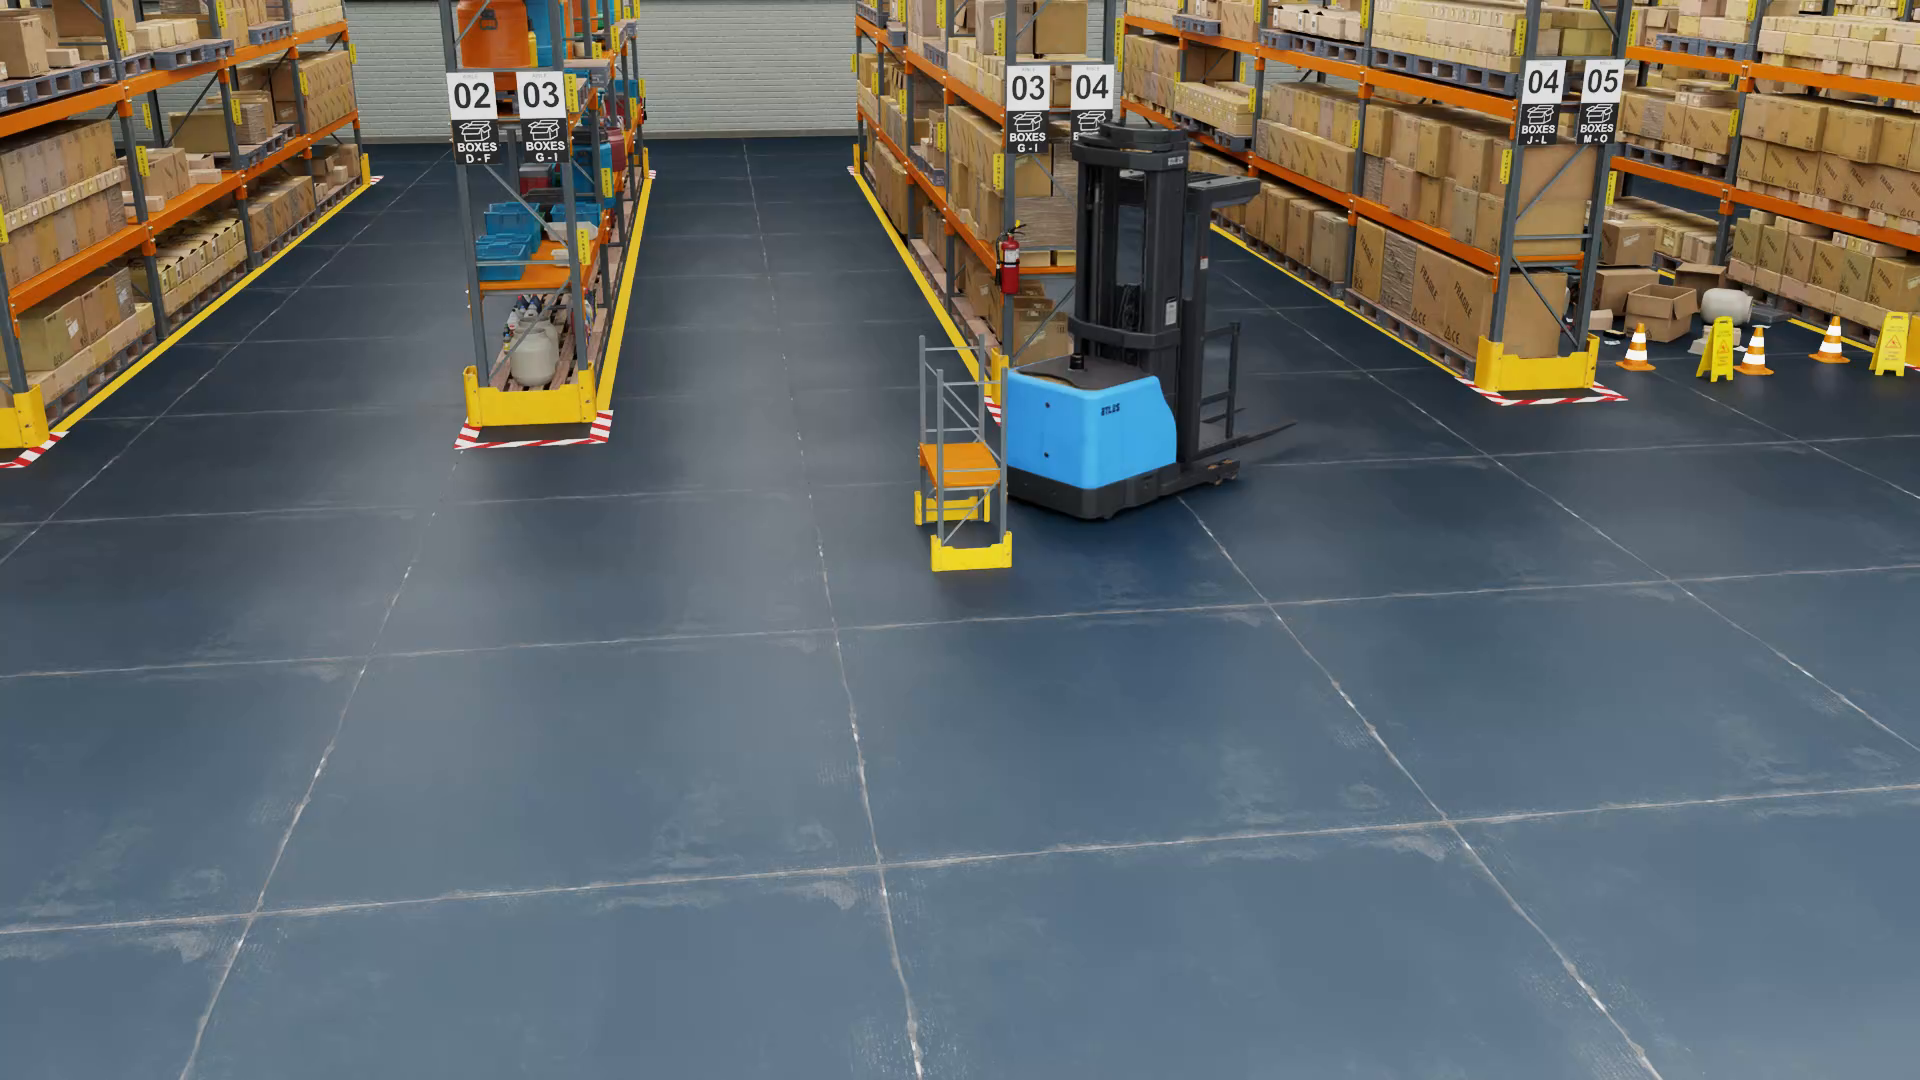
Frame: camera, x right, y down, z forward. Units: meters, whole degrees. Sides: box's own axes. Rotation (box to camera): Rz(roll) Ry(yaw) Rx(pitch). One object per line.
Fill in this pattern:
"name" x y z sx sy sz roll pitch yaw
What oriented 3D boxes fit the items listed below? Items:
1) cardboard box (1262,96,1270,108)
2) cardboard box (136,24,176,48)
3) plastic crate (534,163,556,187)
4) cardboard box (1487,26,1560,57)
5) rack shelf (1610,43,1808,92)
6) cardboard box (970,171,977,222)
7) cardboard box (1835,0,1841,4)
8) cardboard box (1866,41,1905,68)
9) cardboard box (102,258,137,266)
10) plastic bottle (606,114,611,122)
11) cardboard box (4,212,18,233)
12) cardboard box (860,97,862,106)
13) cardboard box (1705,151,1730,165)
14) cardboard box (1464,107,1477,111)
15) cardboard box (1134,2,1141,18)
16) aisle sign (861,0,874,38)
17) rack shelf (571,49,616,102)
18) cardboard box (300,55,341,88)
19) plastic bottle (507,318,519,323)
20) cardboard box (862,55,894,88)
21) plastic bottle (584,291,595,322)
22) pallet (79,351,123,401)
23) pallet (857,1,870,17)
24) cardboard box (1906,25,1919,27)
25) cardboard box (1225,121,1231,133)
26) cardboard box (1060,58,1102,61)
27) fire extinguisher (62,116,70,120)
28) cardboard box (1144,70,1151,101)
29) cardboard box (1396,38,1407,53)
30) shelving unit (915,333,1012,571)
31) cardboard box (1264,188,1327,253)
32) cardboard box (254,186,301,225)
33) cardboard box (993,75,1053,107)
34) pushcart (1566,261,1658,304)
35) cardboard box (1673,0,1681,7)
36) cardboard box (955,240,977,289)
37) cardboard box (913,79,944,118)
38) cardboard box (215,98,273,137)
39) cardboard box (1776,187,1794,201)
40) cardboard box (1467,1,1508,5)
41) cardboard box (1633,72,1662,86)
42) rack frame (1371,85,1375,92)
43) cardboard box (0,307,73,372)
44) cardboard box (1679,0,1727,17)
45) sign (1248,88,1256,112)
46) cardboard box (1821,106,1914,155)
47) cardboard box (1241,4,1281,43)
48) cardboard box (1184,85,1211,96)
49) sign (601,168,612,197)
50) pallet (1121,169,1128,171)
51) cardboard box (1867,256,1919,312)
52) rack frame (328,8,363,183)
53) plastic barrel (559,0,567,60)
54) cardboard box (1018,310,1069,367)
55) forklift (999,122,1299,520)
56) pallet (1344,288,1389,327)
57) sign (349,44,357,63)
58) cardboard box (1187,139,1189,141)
"cardboard box" 4.698 -6.557 24.894 0.380 0.149 0.250 -4 21 -10
"cardboard box" -9.757 -6.044 19.940 0.500 0.250 0.500 -3 21 -9
"plastic crate" -5.031 -4.269 19.881 0.392 0.384 0.575 -3 21 -8
"cardboard box" 5.489 -4.863 16.209 0.500 0.250 0.500 -3 21 -7
"rack shelf" 9.855 -6.420 22.360 1.077 0.370 4.000 -3 21 -8
"cardboard box" 0.581 -3.669 17.684 0.875 0.500 0.500 -3 21 -8
"cardboard box" 13.949 -8.510 26.147 0.380 0.149 0.250 -3 21 -8
"cardboard box" 10.229 -5.266 18.031 0.500 0.250 0.500 -2 21 -6
"cardboard box" -9.890 -3.138 19.360 0.500 0.311 0.500 -2 21 -6
"plastic bottle" -5.404 -6.348 25.495 0.144 0.351 0.185 -3 21 -8
"cardboard box" -8.774 -2.865 15.030 0.380 0.149 0.250 -3 21 -9
"cardboard box" -1.593 -7.880 29.886 0.380 0.149 0.250 -3 21 -9
"cardboard box" 9.796 -4.903 21.315 0.380 0.149 0.250 -3 21 -7
"cardboard box" 8.792 -7.193 27.903 0.500 0.250 0.500 -3 21 -9
"cardboard box" 3.413 -9.514 29.828 0.500 0.250 0.500 -2 21 -6
"aisle sign" -1.700 -9.542 30.262 0.394 0.787 0.004 -3 21 -8
"rack shelf" -4.853 -5.671 20.353 1.077 0.370 4.000 -3 21 -8
"cardboard box" -10.707 -7.837 27.840 0.500 0.500 0.500 -2 21 -6
"plastic bottle" -4.715 -2.206 17.598 0.152 0.276 0.135 -3 21 -9
"cardboard box" -1.438 -8.203 29.109 0.500 0.500 0.500 -3 21 -9
"plastic bottle" -4.159 -2.600 18.548 0.144 0.351 0.185 -4 21 -10
"pallet" -9.214 -1.654 16.844 1.003 0.211 1.213 -3 21 -8
"pallet" -1.276 -9.422 29.495 1.003 0.211 1.213 -3 21 -8
"cardboard box" 10.682 -5.597 18.348 0.380 0.149 0.250 -2 21 -7
"cardboard box" 4.123 -6.073 24.447 0.380 0.149 0.250 -3 21 -8
"cardboard box" 1.161 -4.498 15.830 0.380 0.149 0.250 -2 21 -7
"fire extinguisher" -15.663 -7.430 28.965 0.296 0.674 0.183 -3 21 -8
"cardboard box" 3.561 -8.016 29.323 0.500 0.500 0.500 -3 21 -9
"cardboard box" 5.085 -5.500 18.484 0.380 0.149 0.250 -3 21 -9
"shelving unit" 0.011 -0.676 12.383 0.587 1.500 1.083 -3 21 -8
"cardboard box" 4.811 -4.385 22.784 1.050 0.750 0.750 -3 21 -7
"cardboard box" -10.130 -4.965 24.665 0.500 0.500 0.500 -3 21 -7
"cardboard box" 0.593 -4.264 15.772 0.500 0.250 0.500 -2 21 -6
"pushcart" 7.895 -3.299 21.009 1.648 0.377 0.936 -11 23 -26
"cardboard box" 13.371 -9.842 30.283 0.500 0.250 0.500 -3 21 -9
"cardboard box" 0.270 -3.408 20.499 0.700 0.500 0.500 -5 21 -12
"cardboard box" -0.329 -6.315 23.761 0.797 0.503 0.637 -2 21 -6
"cardboard box" -10.304 -6.066 23.928 0.700 0.500 0.500 -8 22 -21
"cardboard box" 10.029 -4.154 19.910 0.380 0.149 0.250 -2 21 -6
"cardboard box" 5.775 -5.818 18.196 0.380 0.149 0.250 -3 21 -8
"cardboard box" 13.197 -8.790 31.752 0.500 0.250 0.500 -3 21 -7
"rack frame" 8.414 -8.814 32.029 1.000 3.000 0.127 -3 21 -8
"cardboard box" -8.821 -1.906 15.791 0.500 0.500 0.500 -3 21 -8
"cardboard box" 9.765 -6.972 21.708 0.500 0.250 0.500 -3 21 -7
"sign" 4.147 -6.234 23.580 0.100 0.325 0.005 -3 21 -8
"cardboard box" 10.255 -4.622 18.806 0.700 0.500 0.500 -3 21 -8
"cardboard box" 4.349 -7.397 23.803 0.500 0.500 0.500 -3 21 -8
"cardboard box" 3.789 -7.158 26.502 0.380 0.149 0.250 -3 21 -7
"sign" -4.018 -4.063 18.913 0.100 0.325 0.005 -3 21 -8
"pallet" 3.623 -6.914 30.926 1.003 0.211 1.213 -3 21 -8
"cardboard box" 10.347 -2.799 18.180 0.500 0.500 0.500 -3 21 -7
"rack frame" -11.196 -7.816 29.356 1.000 3.000 0.127 -3 21 -8
"plastic barrel" -5.041 -6.168 19.940 0.600 0.901 0.708 -3 21 -8
"cardboard box" 0.840 -2.018 16.803 0.500 0.500 0.500 1 20 2
"forklift" 1.729 -1.954 13.759 3.031 2.935 1.130 -19 27 -40
"pallet" 5.292 -2.801 19.915 1.003 0.211 1.213 -3 21 -8
"sign" -10.644 -8.528 29.155 0.100 0.325 0.005 -3 21 -8
"cardboard box" 3.999 -7.326 30.668 0.380 0.149 0.250 -3 21 -9
